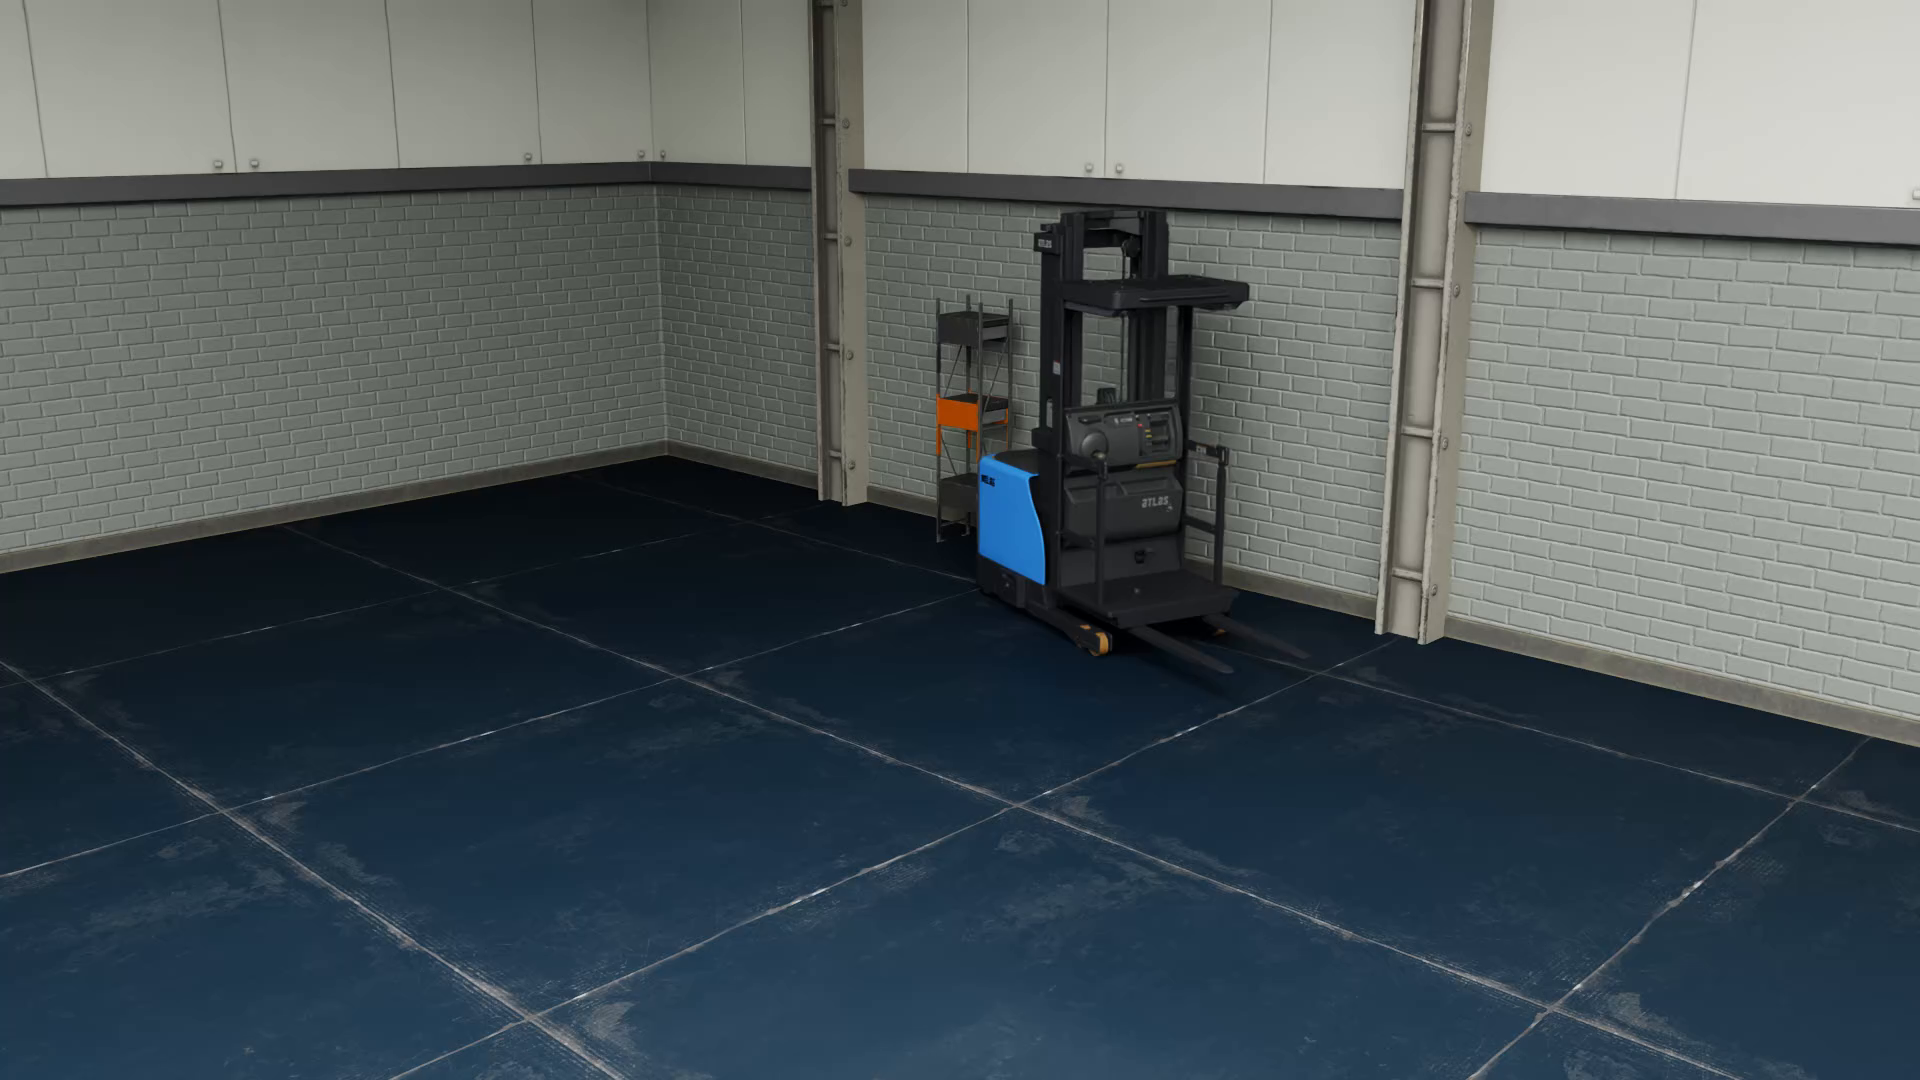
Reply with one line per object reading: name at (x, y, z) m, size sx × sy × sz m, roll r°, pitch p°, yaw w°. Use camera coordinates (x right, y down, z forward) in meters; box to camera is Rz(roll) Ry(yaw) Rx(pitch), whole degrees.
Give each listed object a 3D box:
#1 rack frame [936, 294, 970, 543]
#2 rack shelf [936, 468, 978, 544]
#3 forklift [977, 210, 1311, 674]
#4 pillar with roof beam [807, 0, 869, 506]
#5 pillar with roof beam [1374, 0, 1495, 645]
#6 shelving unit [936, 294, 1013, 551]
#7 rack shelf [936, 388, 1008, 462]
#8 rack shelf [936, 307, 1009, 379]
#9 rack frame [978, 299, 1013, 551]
rack frame at (-0.056, -1.030, 14.220) m, size 0.015 × 2.100 × 0.400 m, roll 14°, pitch 20°, yaw 42°
rack shelf at (0.119, -0.297, 14.236) m, size 0.480 × 0.518 × 0.431 m, roll 14°, pitch 20°, yaw 42°
forklift at (1.260, -0.751, 11.502) m, size 1.130 × 2.935 × 3.031 m, roll -8°, pitch 16°, yaw -27°
pillar with roof beam at (-4.098, -3.953, 11.756) m, size 0.400 × 9.000 × 9.100 m, roll 14°, pitch 20°, yaw 42°
pillar with roof beam at (0.221, -2.903, 7.726) m, size 0.400 × 9.000 × 9.100 m, roll 14°, pitch 20°, yaw 42°
shelving unit at (0.119, -0.987, 14.056) m, size 0.503 × 2.100 × 0.431 m, roll 14°, pitch 20°, yaw 42°
rack shelf at (0.119, -0.974, 14.060) m, size 0.480 × 0.518 × 0.431 m, roll 14°, pitch 20°, yaw 42°
rack shelf at (0.119, -1.651, 13.883) m, size 0.480 × 0.518 × 0.431 m, roll 14°, pitch 20°, yaw 42°
rack frame at (0.295, -0.944, 13.892) m, size 0.015 × 2.100 × 0.400 m, roll 14°, pitch 20°, yaw 42°
